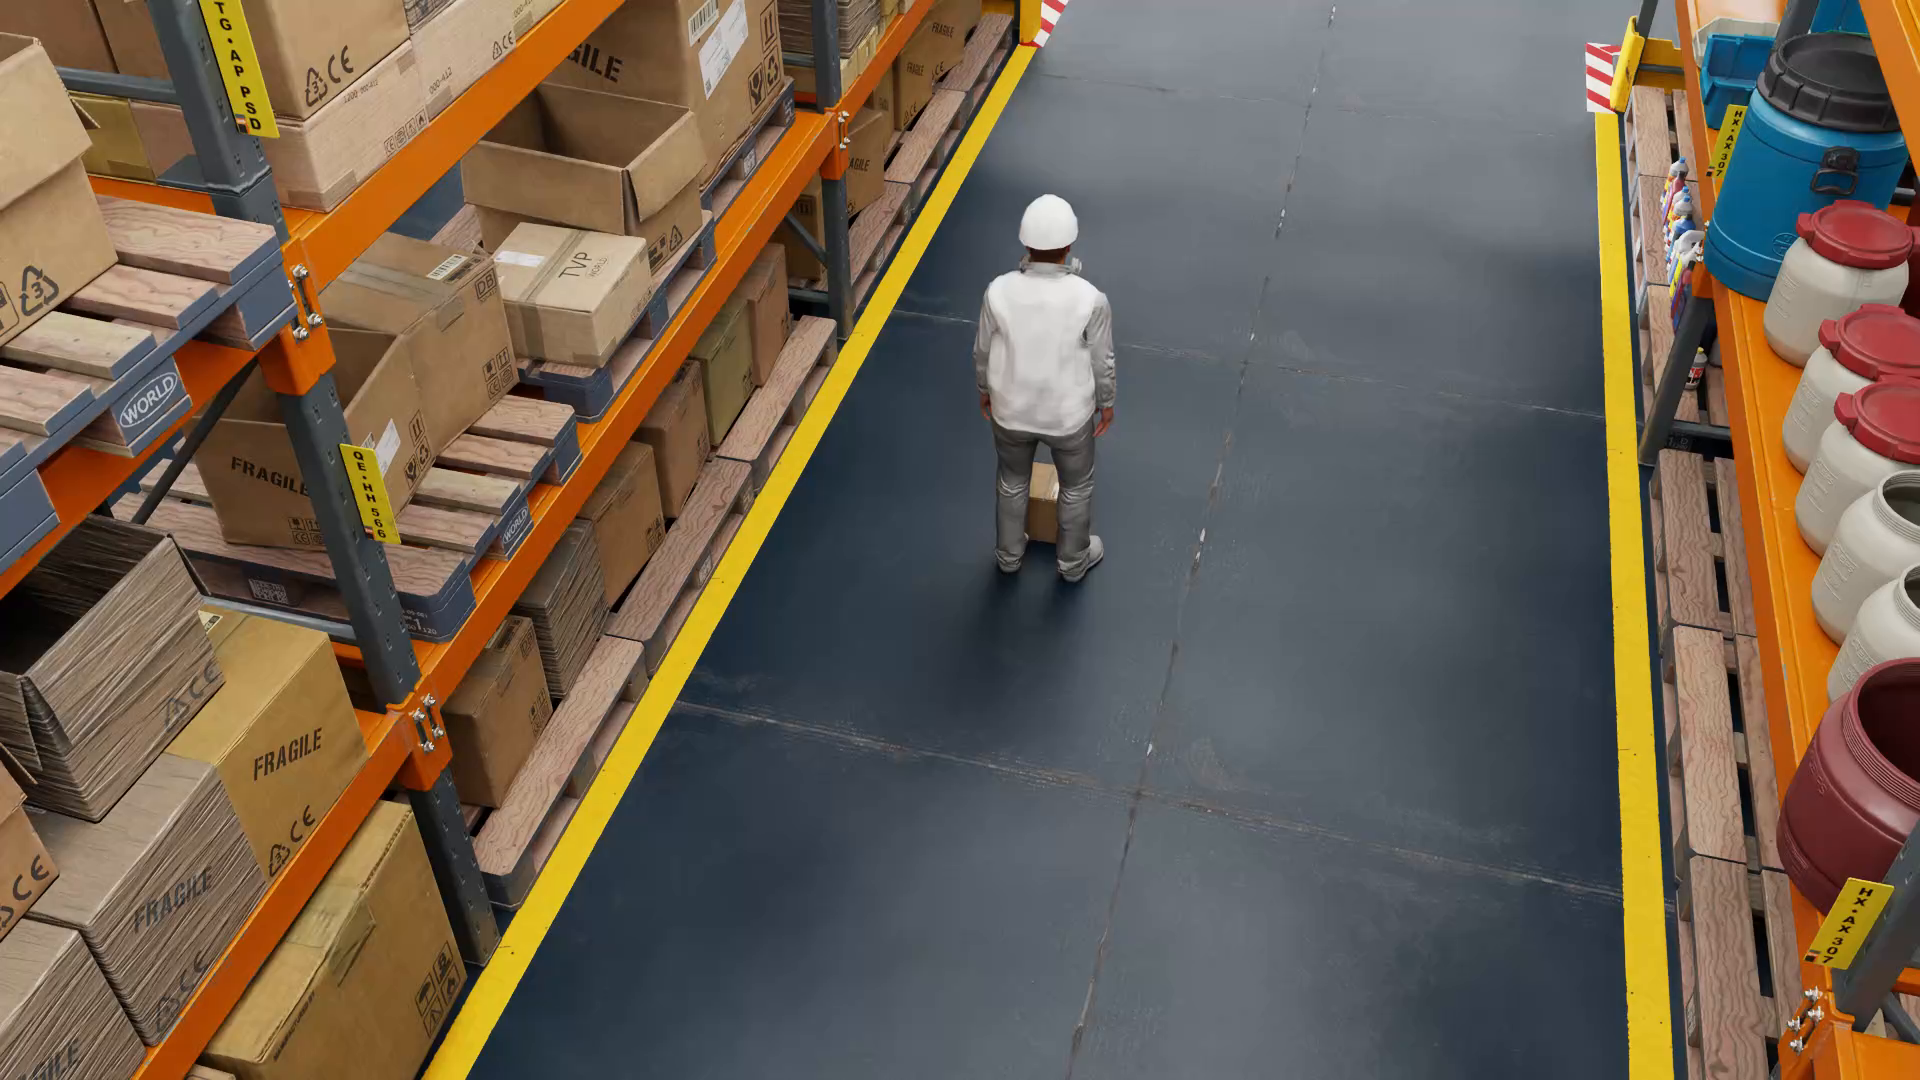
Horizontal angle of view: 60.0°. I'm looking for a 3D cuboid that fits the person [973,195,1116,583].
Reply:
[{"bbox_3d":[0.345,-0.572,6.802,0.579,1.771,0.462,9,42,10],"label":"person"}]
